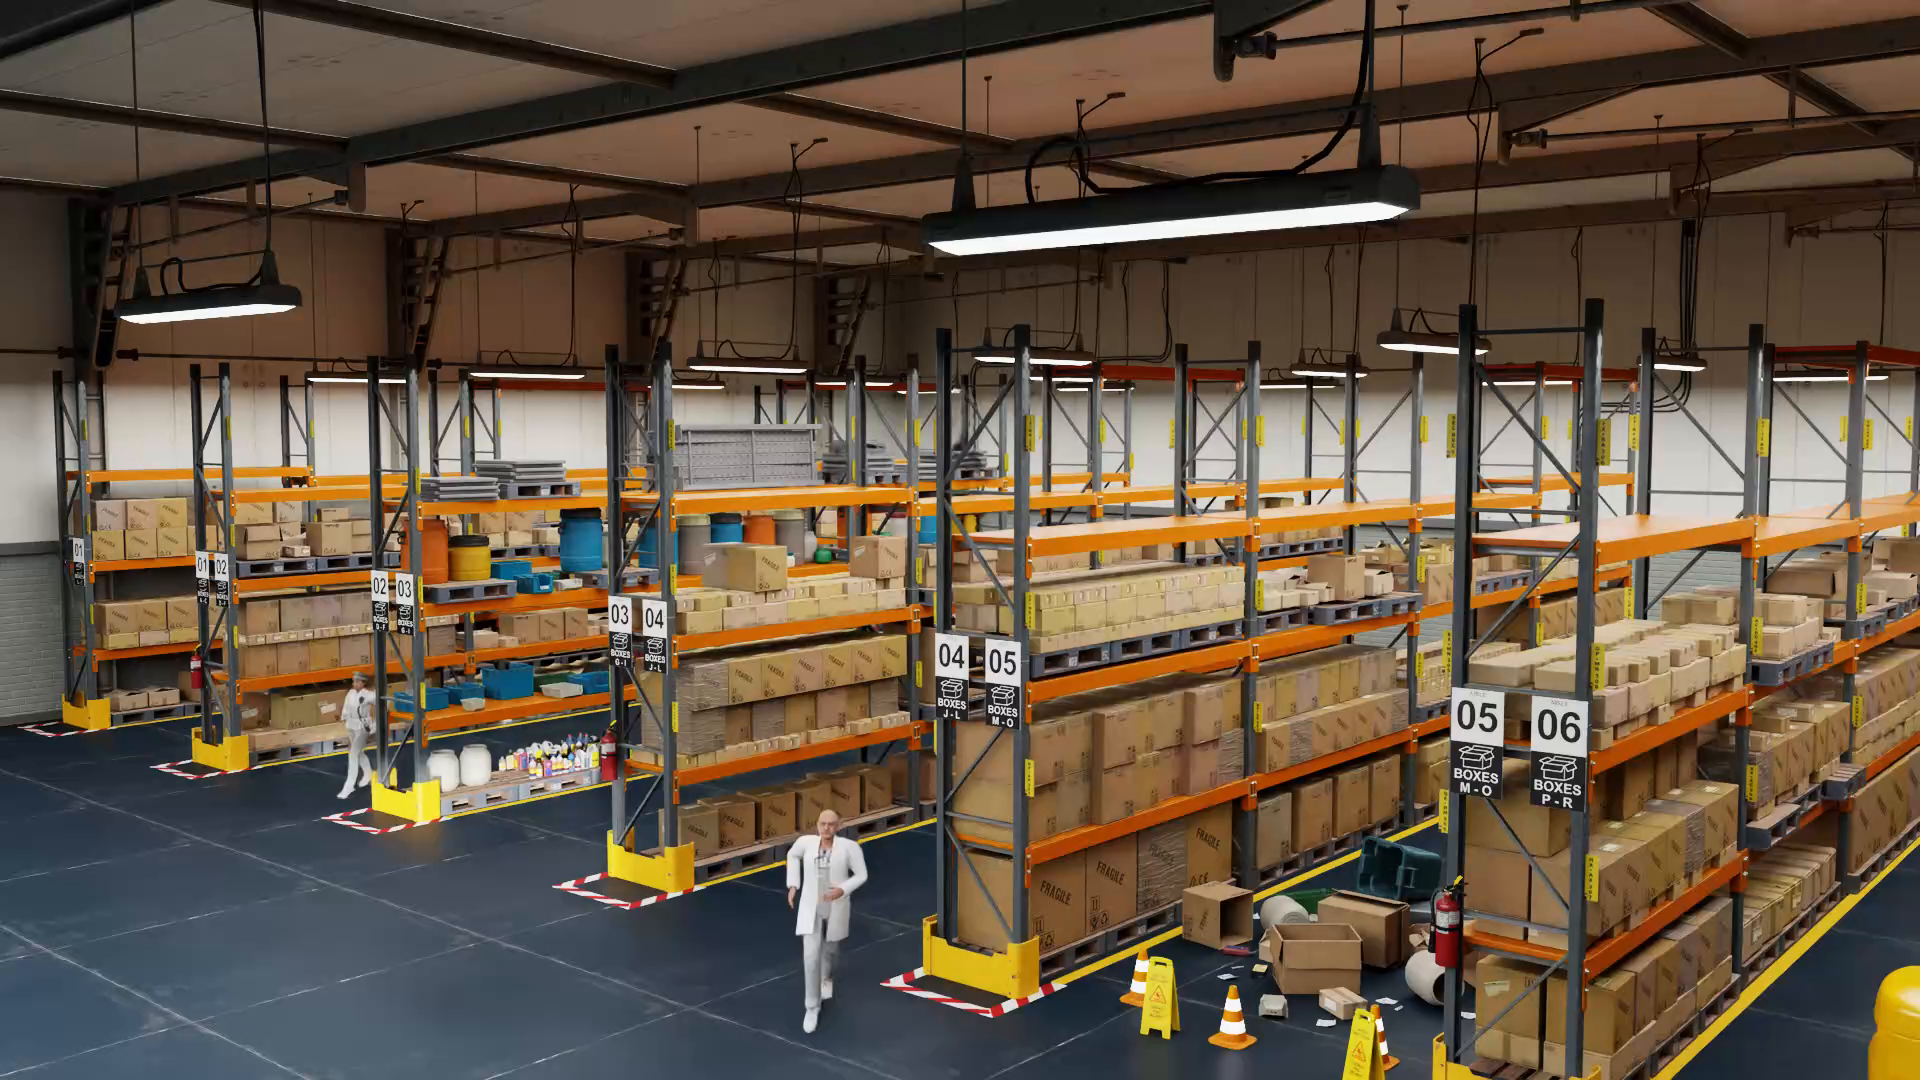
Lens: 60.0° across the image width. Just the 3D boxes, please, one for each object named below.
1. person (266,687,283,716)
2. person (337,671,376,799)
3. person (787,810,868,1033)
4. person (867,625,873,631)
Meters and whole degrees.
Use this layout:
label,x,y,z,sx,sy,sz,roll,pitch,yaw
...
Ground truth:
label,x,y,z,sx,sy,sz,roll,pitch,yaw
person,-11.254,2.416,27.241,0.515,1.583,0.625,3,5,37
person,-8.286,2.647,22.977,0.640,1.719,0.829,2,5,26
person,-1.158,3.235,14.463,0.712,1.819,0.976,0,4,-2
person,-2.012,1.973,32.218,0.657,1.743,0.590,2,5,30
